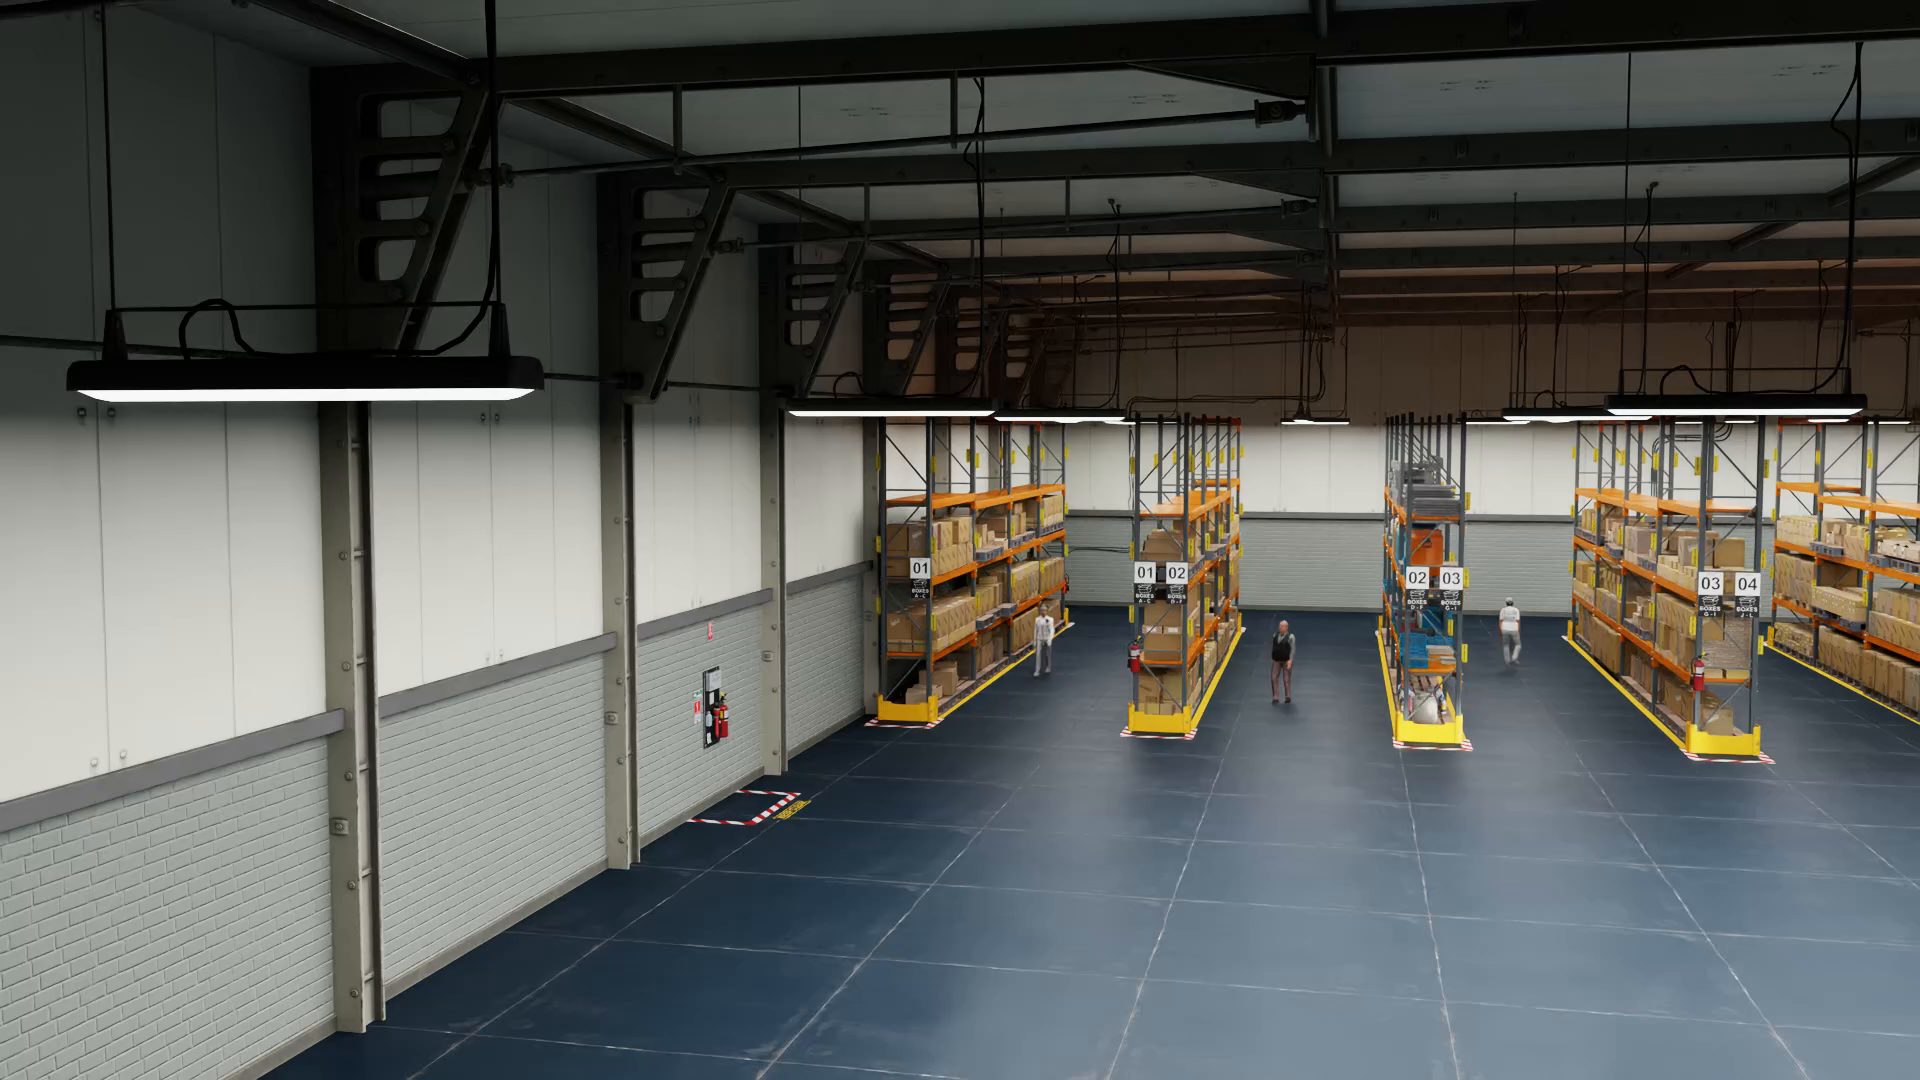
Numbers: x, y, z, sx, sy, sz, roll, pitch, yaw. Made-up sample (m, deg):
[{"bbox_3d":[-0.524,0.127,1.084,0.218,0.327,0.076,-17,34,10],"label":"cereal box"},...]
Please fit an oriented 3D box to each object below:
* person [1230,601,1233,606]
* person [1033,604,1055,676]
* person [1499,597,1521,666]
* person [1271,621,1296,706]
[{"bbox_3d":[7.933,1.585,49.622,1.022,1.546,0.468,4,5,43],"label":"person"},{"bbox_3d":[1.931,2.288,38.286,0.502,1.617,1.046,1,4,8],"label":"person"},{"bbox_3d":[13.185,2.206,39.838,0.538,1.661,0.499,1,4,20],"label":"person"},{"bbox_3d":[6.685,2.558,34.397,0.570,1.776,0.547,3,5,33],"label":"person"}]
